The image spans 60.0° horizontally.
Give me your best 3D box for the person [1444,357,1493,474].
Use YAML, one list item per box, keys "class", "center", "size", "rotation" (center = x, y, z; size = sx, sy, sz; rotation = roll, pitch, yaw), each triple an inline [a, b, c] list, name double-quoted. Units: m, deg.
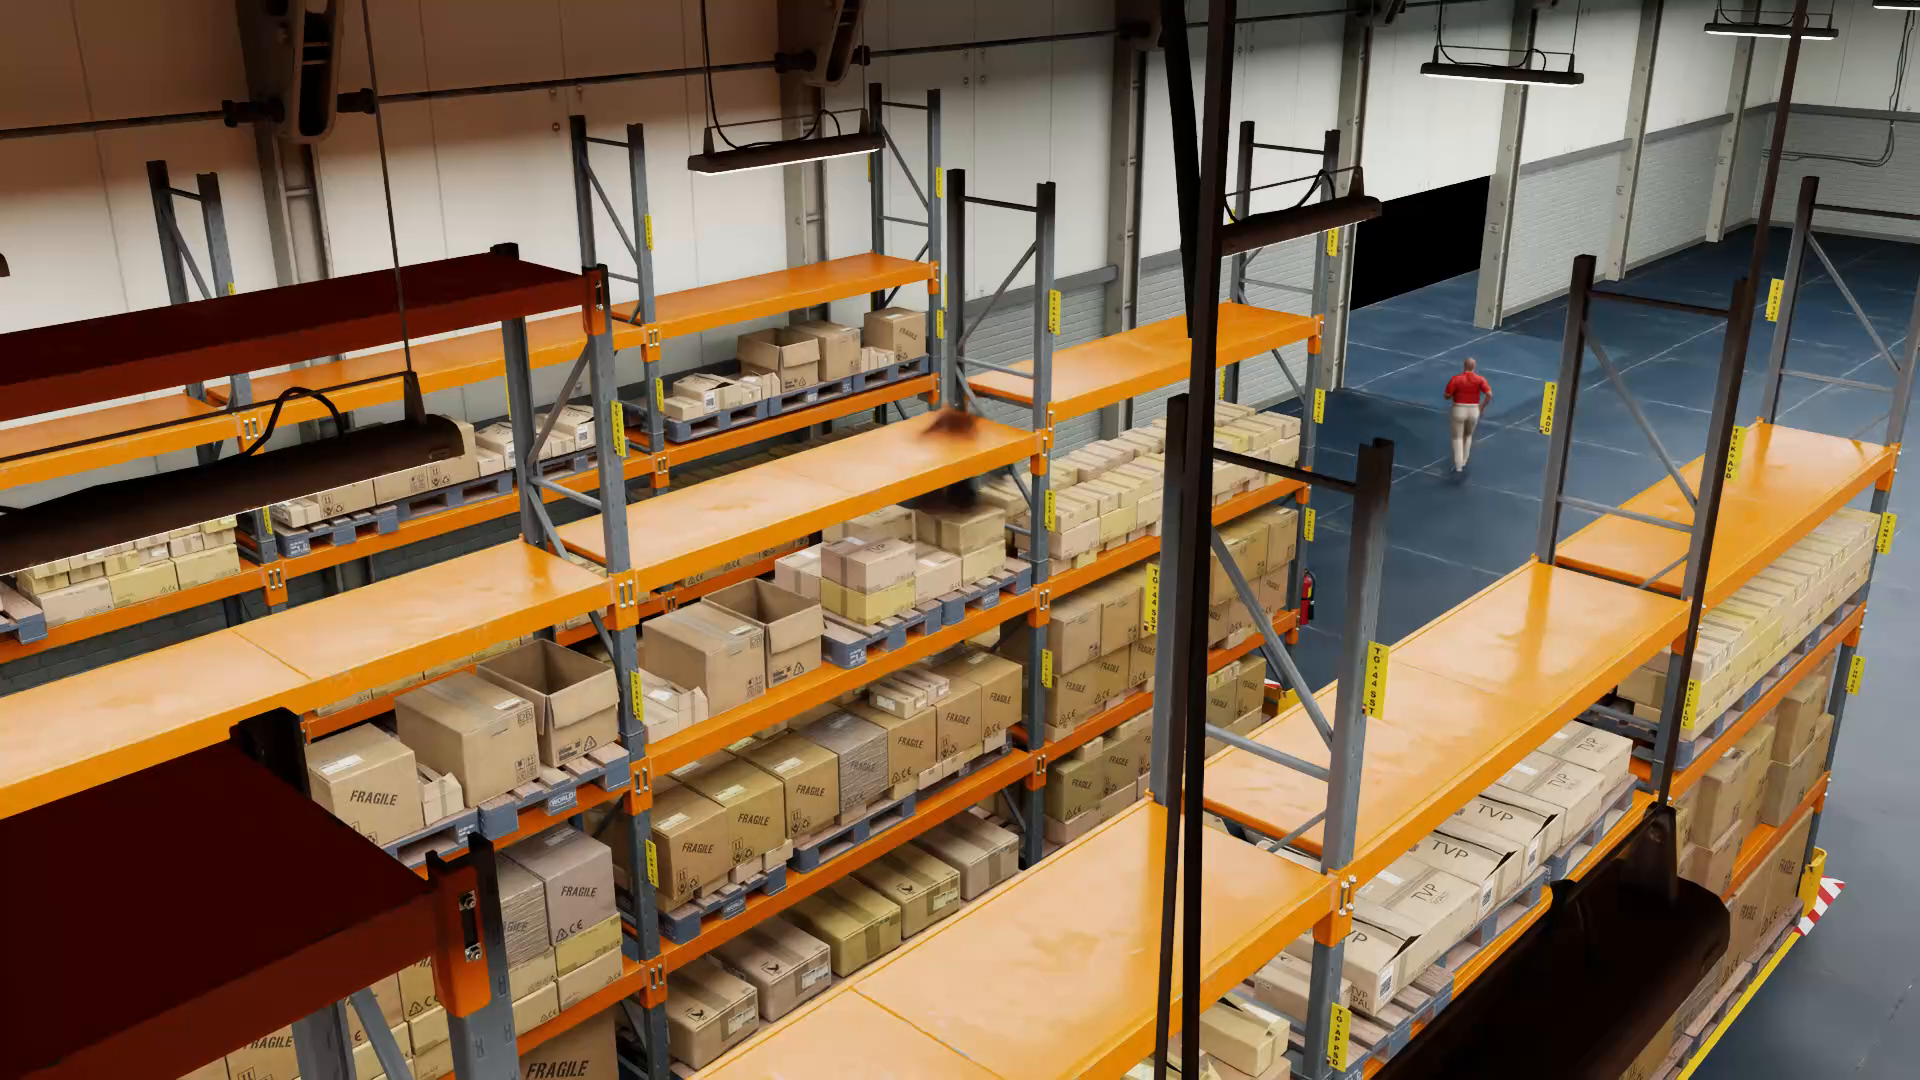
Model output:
- class: "person"
  center: [7.352, -1.799, 24.252]
  size: [0.652, 1.762, 0.832]
  rotation: [2, 21, 4]
